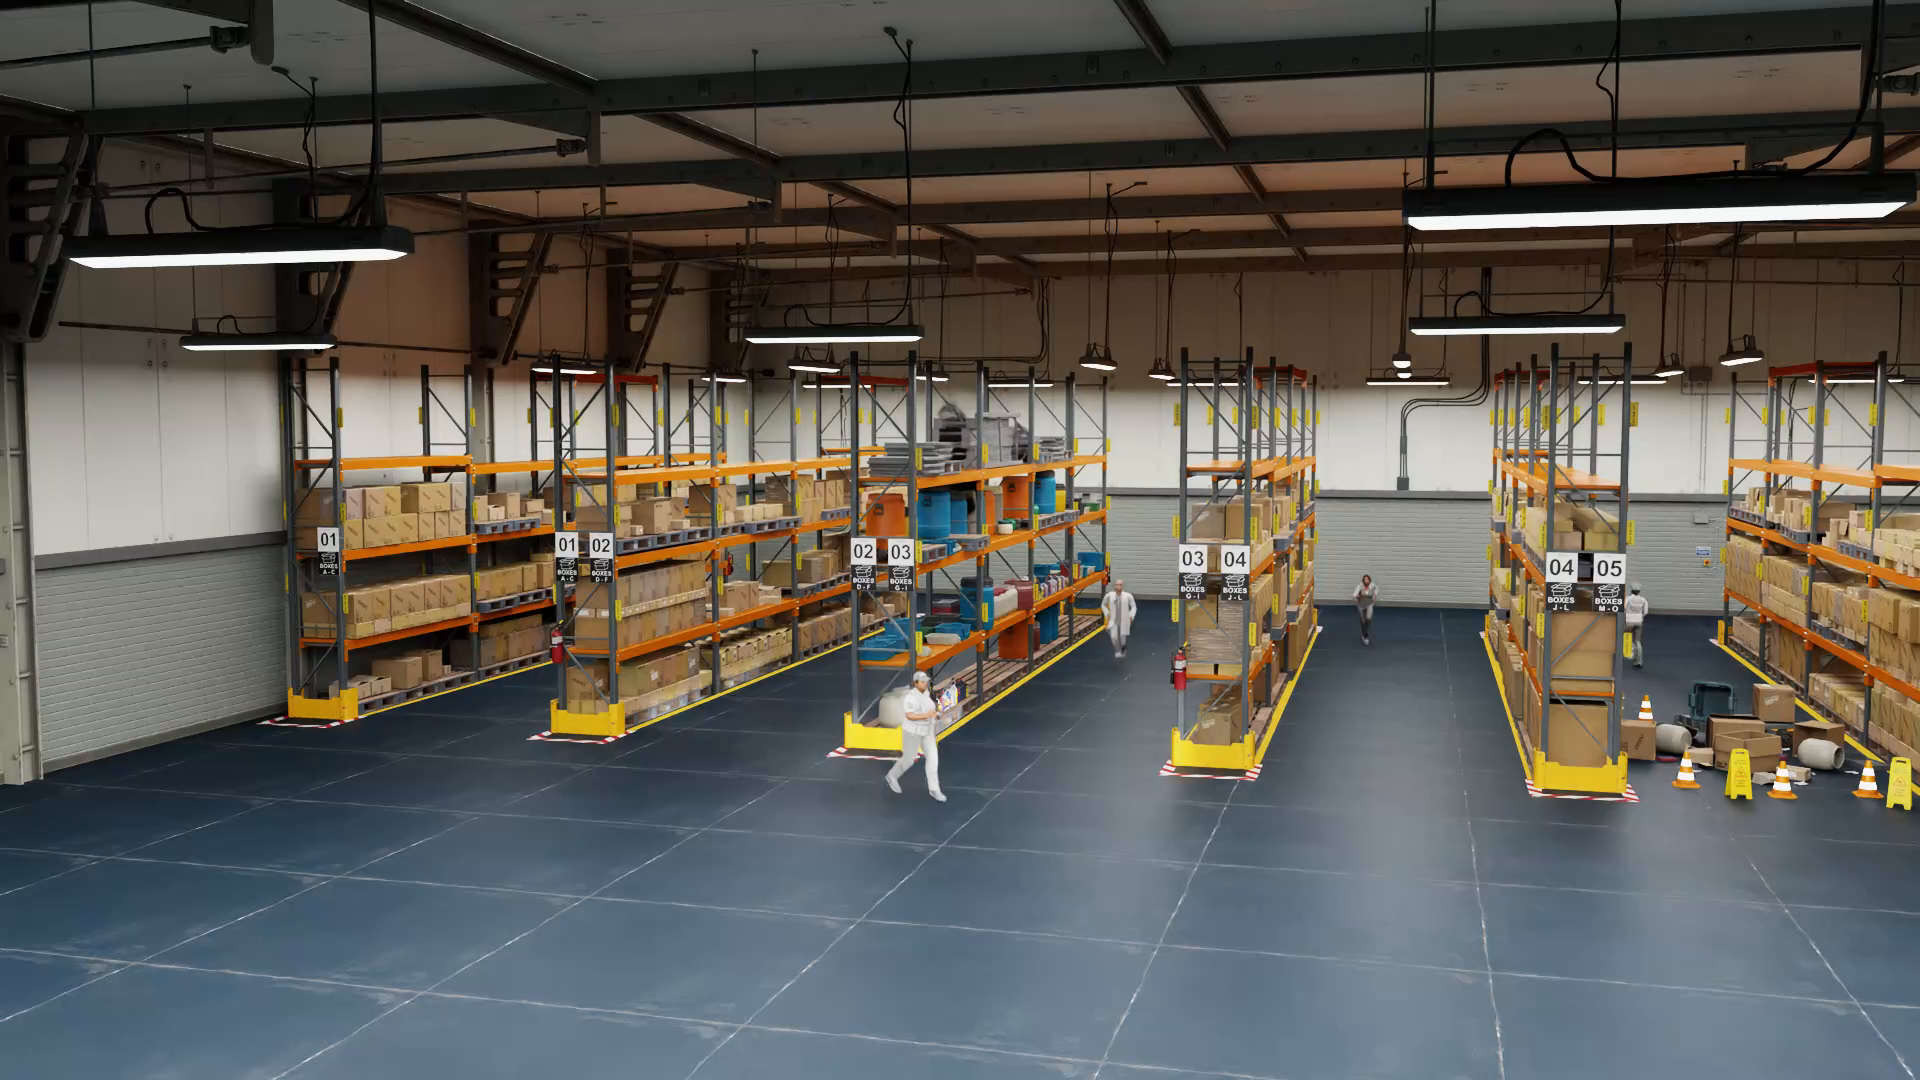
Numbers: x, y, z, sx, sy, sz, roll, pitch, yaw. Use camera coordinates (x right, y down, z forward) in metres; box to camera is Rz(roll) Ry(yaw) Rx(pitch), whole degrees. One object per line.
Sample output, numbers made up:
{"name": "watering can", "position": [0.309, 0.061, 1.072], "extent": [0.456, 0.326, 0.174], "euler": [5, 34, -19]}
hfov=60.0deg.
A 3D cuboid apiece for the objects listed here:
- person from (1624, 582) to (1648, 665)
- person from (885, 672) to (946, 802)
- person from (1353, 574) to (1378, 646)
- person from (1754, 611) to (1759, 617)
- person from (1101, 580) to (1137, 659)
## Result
{"name": "person", "position": [13.663, 1.686, 33.811], "extent": [0.630, 1.652, 0.737], "euler": [0, 4, 6]}
{"name": "person", "position": [-0.568, 2.548, 21.815], "extent": [0.933, 1.669, 0.598], "euler": [3, 5, 39]}
{"name": "person", "position": [8.944, 1.526, 36.688], "extent": [0.529, 1.580, 0.865], "euler": [1, 4, 15]}
{"name": "person", "position": [18.168, 1.421, 37.333], "extent": [0.679, 1.709, 0.546], "euler": [1, 4, 15]}
{"name": "person", "position": [3.133, 1.583, 32.925], "extent": [0.712, 1.607, 0.803], "euler": [1, 4, 8]}
